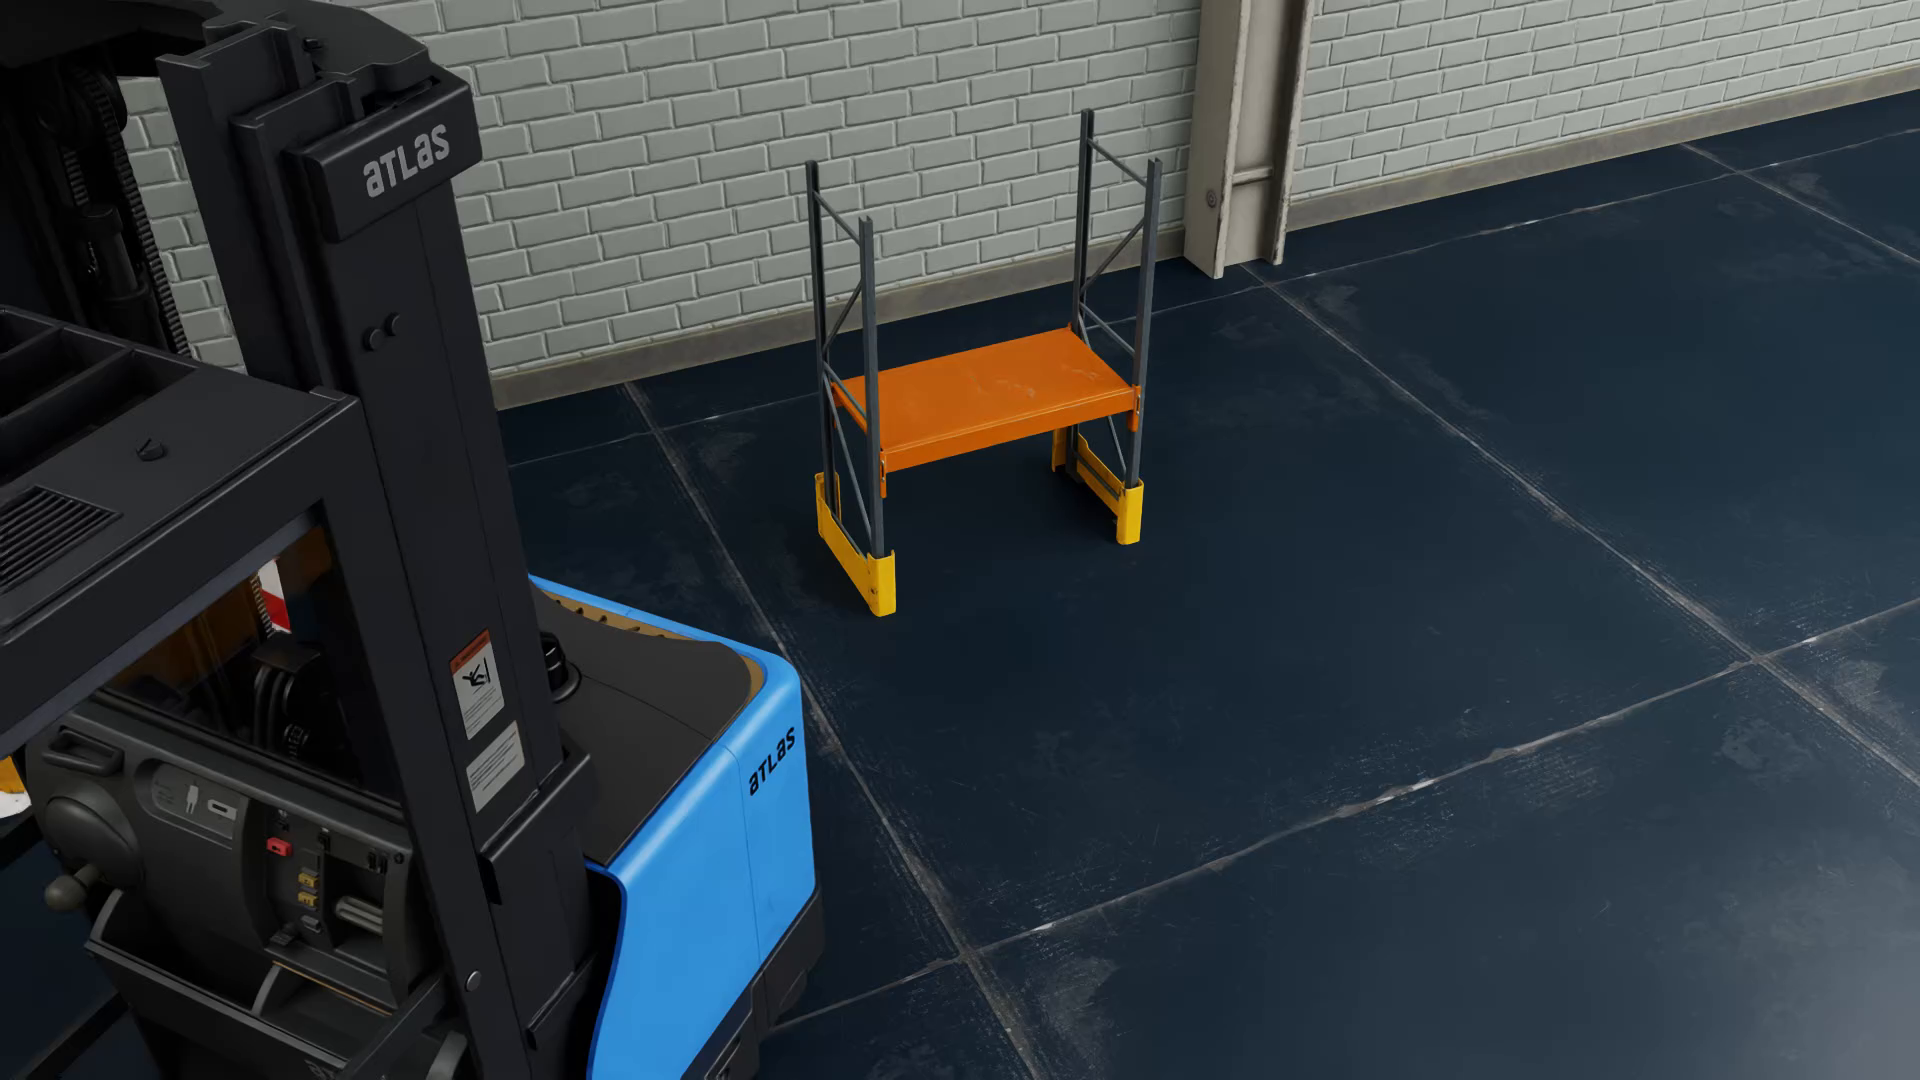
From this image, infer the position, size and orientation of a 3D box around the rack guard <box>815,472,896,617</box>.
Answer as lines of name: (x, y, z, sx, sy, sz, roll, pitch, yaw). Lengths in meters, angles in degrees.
rack guard: (-0.382, 0.006, 6.032, 0.087, 0.250, 0.587, -16, 39, -20)

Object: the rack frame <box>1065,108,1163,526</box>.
rack frame: (0.537, -0.753, 6.006, 0.032, 1.500, 0.500, -16, 39, -20)

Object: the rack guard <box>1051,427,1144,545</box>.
rack guard: (0.520, -0.246, 6.371, 0.087, 0.250, 0.587, -16, 39, -20)

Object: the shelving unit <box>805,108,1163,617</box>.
shelving unit: (0.069, -0.622, 5.829, 1.083, 1.500, 0.587, -16, 39, -20)

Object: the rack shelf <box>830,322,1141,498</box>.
rack shelf: (0.077, -0.480, 5.939, 1.000, 0.185, 0.538, -16, 39, -20)

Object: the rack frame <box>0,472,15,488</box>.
rack frame: (-3.097, -0.752, 4.746, 0.127, 3.000, 1.000, -16, 39, -20)

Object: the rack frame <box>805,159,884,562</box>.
rack frame: (-0.383, -0.495, 5.659, 0.032, 1.500, 0.500, -16, 39, -20)

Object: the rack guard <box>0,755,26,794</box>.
rack guard: (-3.075, 0.246, 5.499, 0.348, 0.500, 1.175, -16, 39, -20)

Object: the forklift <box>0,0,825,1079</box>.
forklift: (-1.466, 0.649, 2.915, 1.130, 2.935, 3.031, 16, 39, 20)

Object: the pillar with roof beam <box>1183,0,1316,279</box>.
pillar with roof beam: (3.150, -2.669, 2.294, 0.400, 9.000, 9.100, -16, 39, -20)
